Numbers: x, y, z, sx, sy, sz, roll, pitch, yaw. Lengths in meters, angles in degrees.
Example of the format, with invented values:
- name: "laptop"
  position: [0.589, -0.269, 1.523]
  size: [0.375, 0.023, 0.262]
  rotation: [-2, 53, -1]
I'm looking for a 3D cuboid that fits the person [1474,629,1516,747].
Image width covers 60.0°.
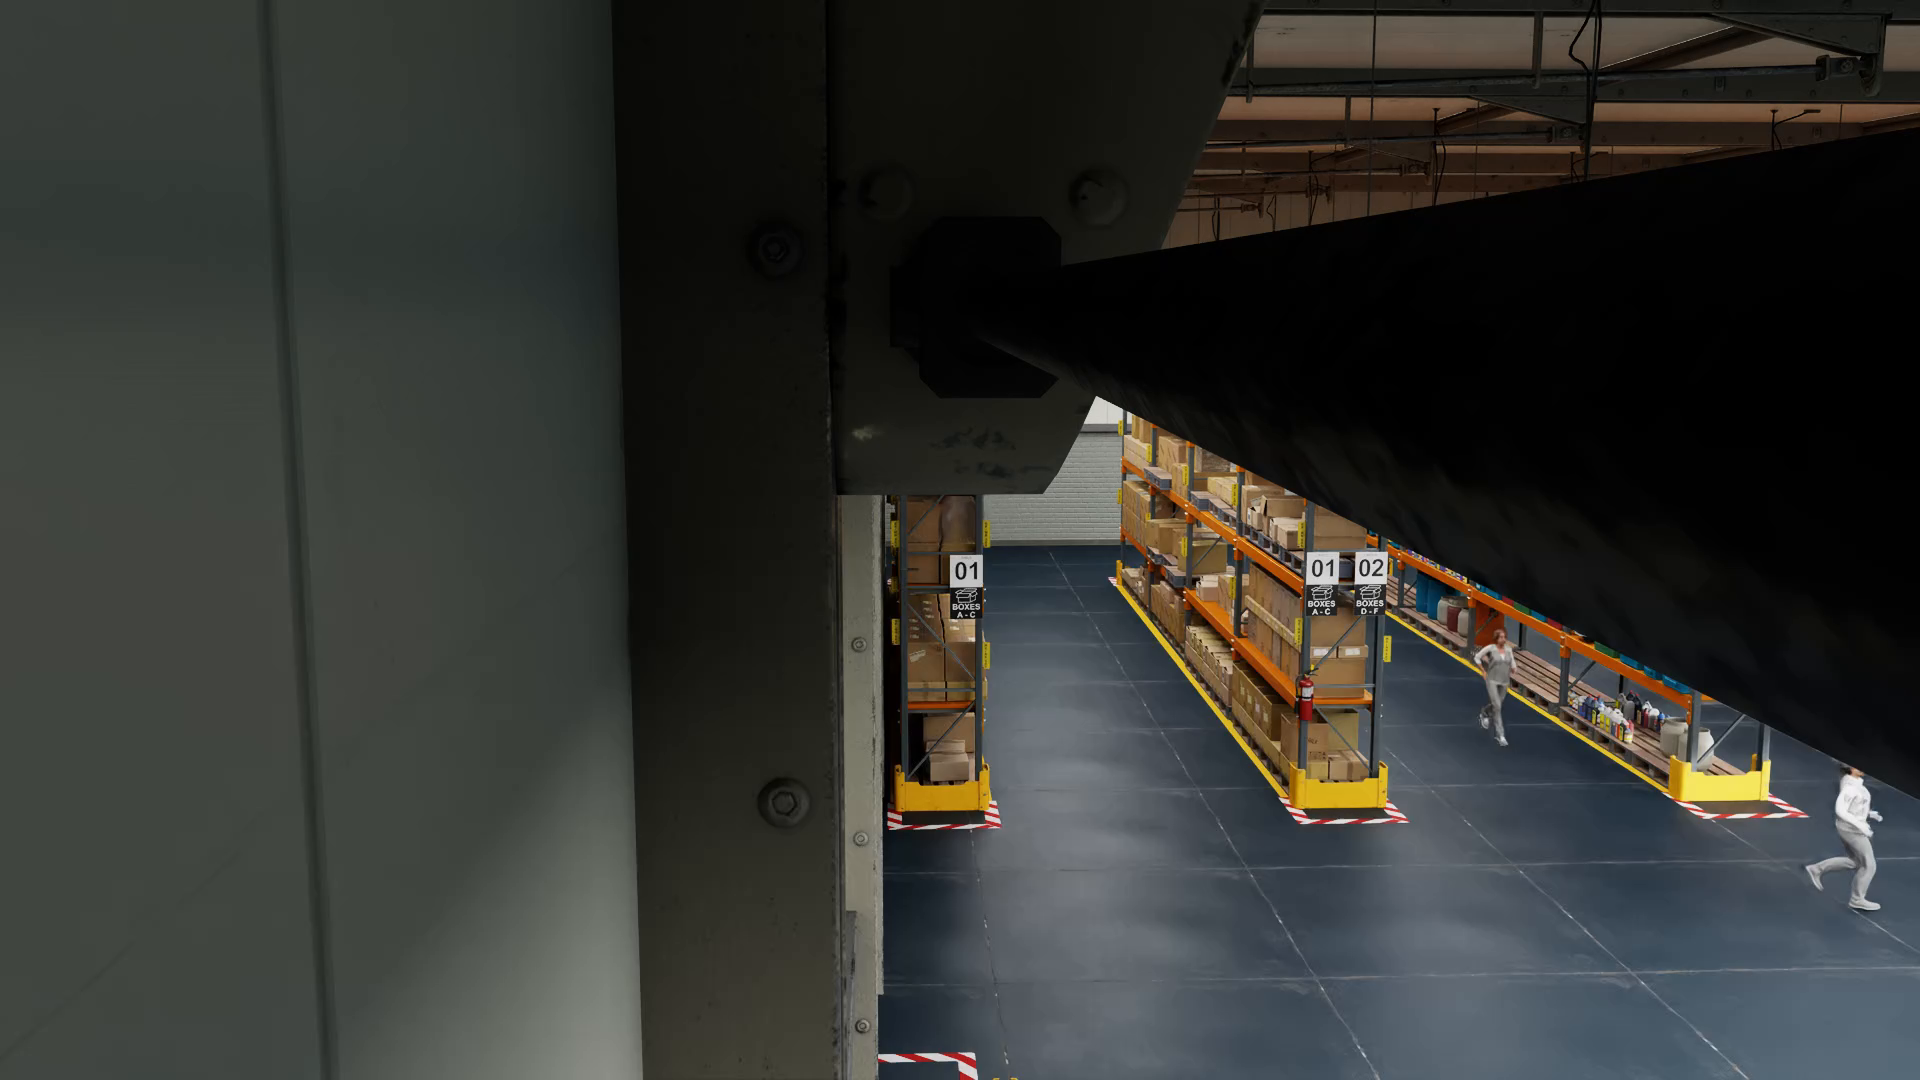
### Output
- name: "person"
  position: [7.639, 2.052, 23.686]
  size: [0.539, 1.606, 0.878]
  rotation: [-2, 9, -11]

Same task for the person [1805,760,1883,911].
- name: "person"
  position: [9.210, 2.989, 17.215]
  size: [0.669, 1.653, 0.612]
  rotation: [4, 9, 26]
